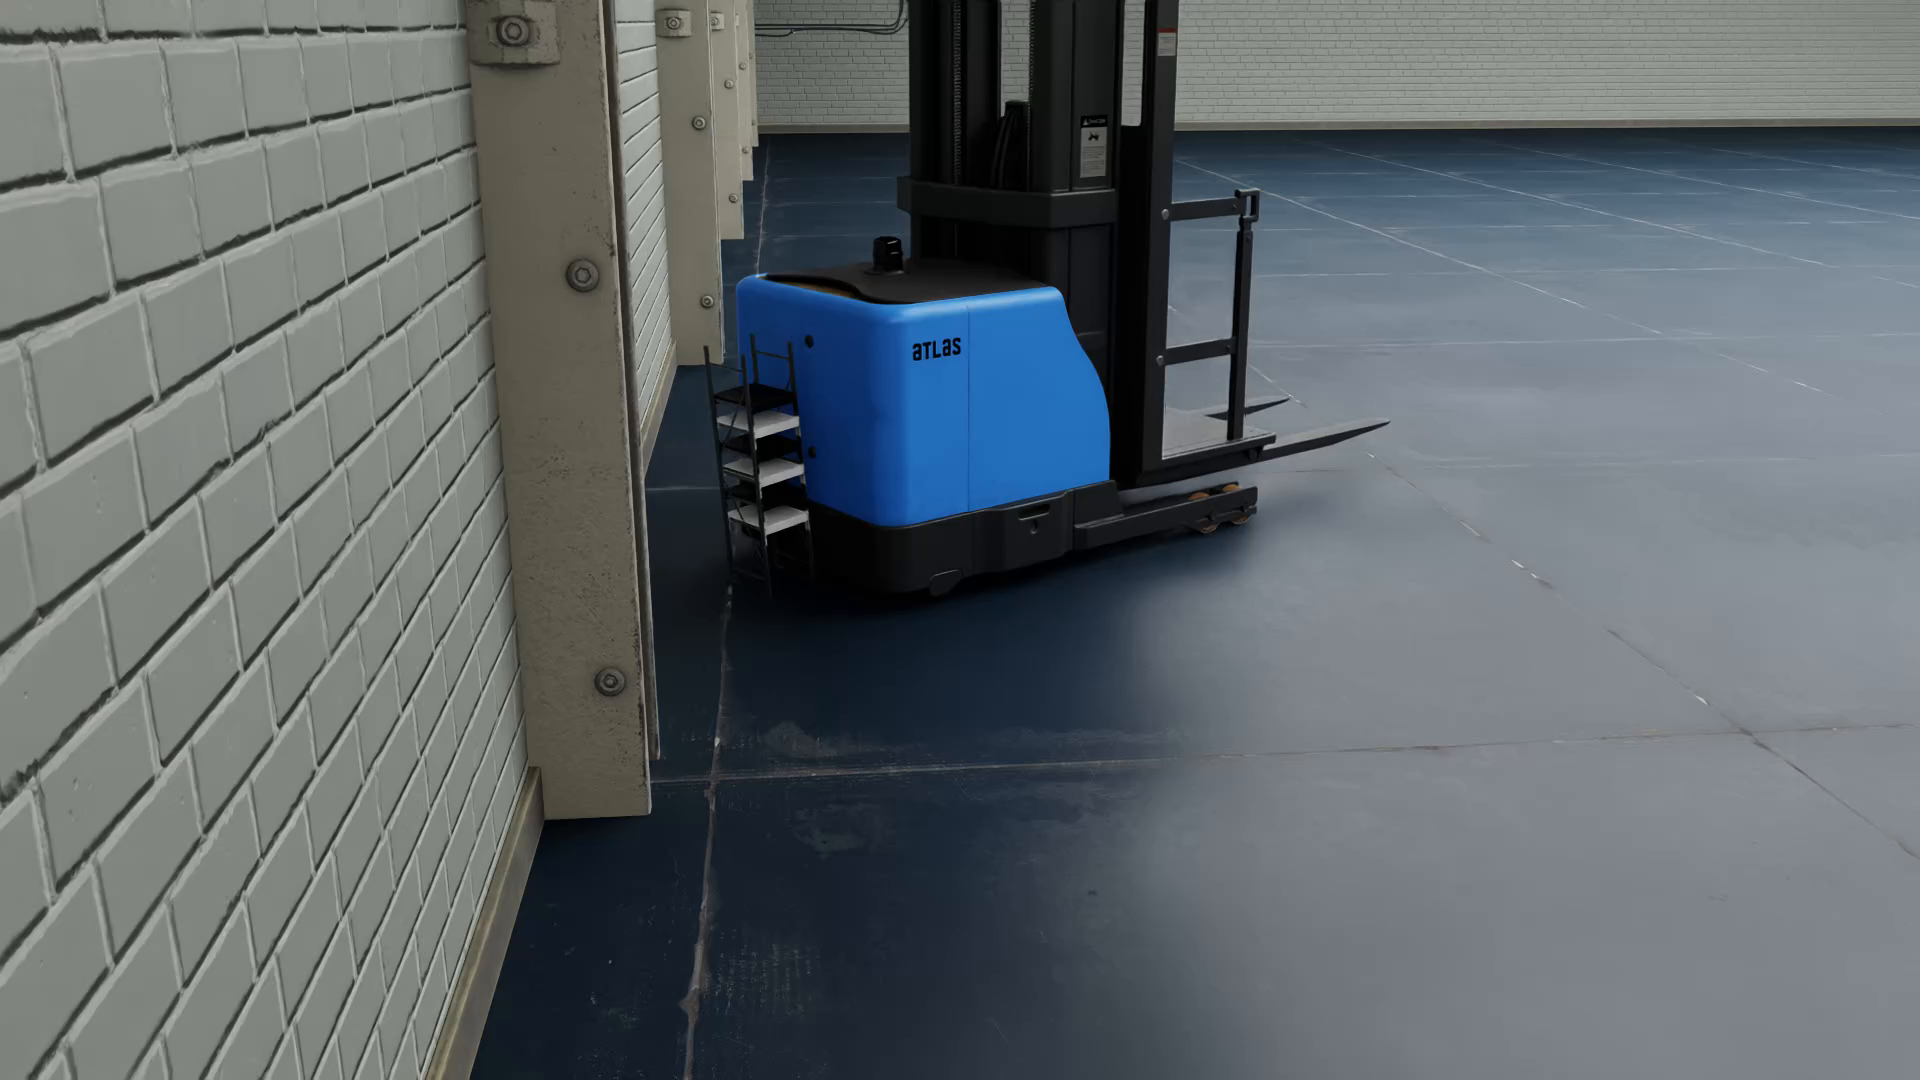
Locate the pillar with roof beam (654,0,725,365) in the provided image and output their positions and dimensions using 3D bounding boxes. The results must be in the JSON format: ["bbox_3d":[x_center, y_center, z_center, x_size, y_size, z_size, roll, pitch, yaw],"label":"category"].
[{"bbox_3d":[2.673,-5.546,9.318,9.100,9.000,0.400,-2,18,-6],"label":"pillar with roof beam"}]

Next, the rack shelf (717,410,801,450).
[{"bbox_3d":[-0.728,-0.405,5.952,0.200,0.077,0.258,-21,27,-39],"label":"rack shelf"}]

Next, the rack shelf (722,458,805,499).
[{"bbox_3d":[-0.718,-0.237,6.016,0.200,0.077,0.258,-21,27,-39],"label":"rack shelf"}]

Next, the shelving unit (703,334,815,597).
[{"bbox_3d":[-0.720,-0.268,6.004,0.210,0.900,0.258,-21,27,-39],"label":"shelving unit"}]

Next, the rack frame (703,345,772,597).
[{"bbox_3d":[-0.793,-0.239,5.940,0.006,0.900,0.240,-21,27,-39],"label":"rack frame"}]

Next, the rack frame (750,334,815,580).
[{"bbox_3d":[-0.646,-0.297,6.068,0.006,0.900,0.240,-21,27,-39],"label":"rack frame"}]

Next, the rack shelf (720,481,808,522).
[{"bbox_3d":[-0.712,-0.153,6.048,0.200,0.077,0.258,-21,27,-39],"label":"rack shelf"}]

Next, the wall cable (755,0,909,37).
[{"bbox_3d":[-2.454,-10.213,29.367,3.097,2.526,0.112,-2,18,-6],"label":"wall cable"}]

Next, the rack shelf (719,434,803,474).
[{"bbox_3d":[-0.723,-0.321,5.984,0.200,0.077,0.258,-21,27,-39],"label":"rack shelf"}]

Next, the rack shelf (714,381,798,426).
[{"bbox_3d":[-0.734,-0.489,5.921,0.200,0.077,0.258,-21,27,-39],"label":"rack shelf"}]

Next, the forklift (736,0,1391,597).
[{"bbox_3d":[0.608,-1.535,6.672,3.031,2.935,1.130,-13,22,-37],"label":"forklift"}]

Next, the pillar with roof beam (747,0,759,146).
[{"bbox_3d":[0.817,-10.908,26.400,9.100,9.000,0.400,-2,18,-6],"label":"pillar with roof beam"}]

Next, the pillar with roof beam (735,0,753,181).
[{"bbox_3d":[1.436,-9.121,20.706,9.100,9.000,0.400,-2,18,-6],"label":"pillar with roof beam"}]

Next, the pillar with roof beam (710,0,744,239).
[{"bbox_3d":[2.054,-7.333,15.012,9.100,9.000,0.400,-2,18,-6],"label":"pillar with roof beam"}]

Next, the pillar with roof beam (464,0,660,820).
[{"bbox_3d":[3.292,-3.758,3.624,9.100,9.000,0.400,-2,18,-6],"label":"pillar with roof beam"}]

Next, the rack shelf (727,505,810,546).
[{"bbox_3d":[-0.707,-0.069,6.079,0.200,0.077,0.258,-21,27,-39],"label":"rack shelf"}]
